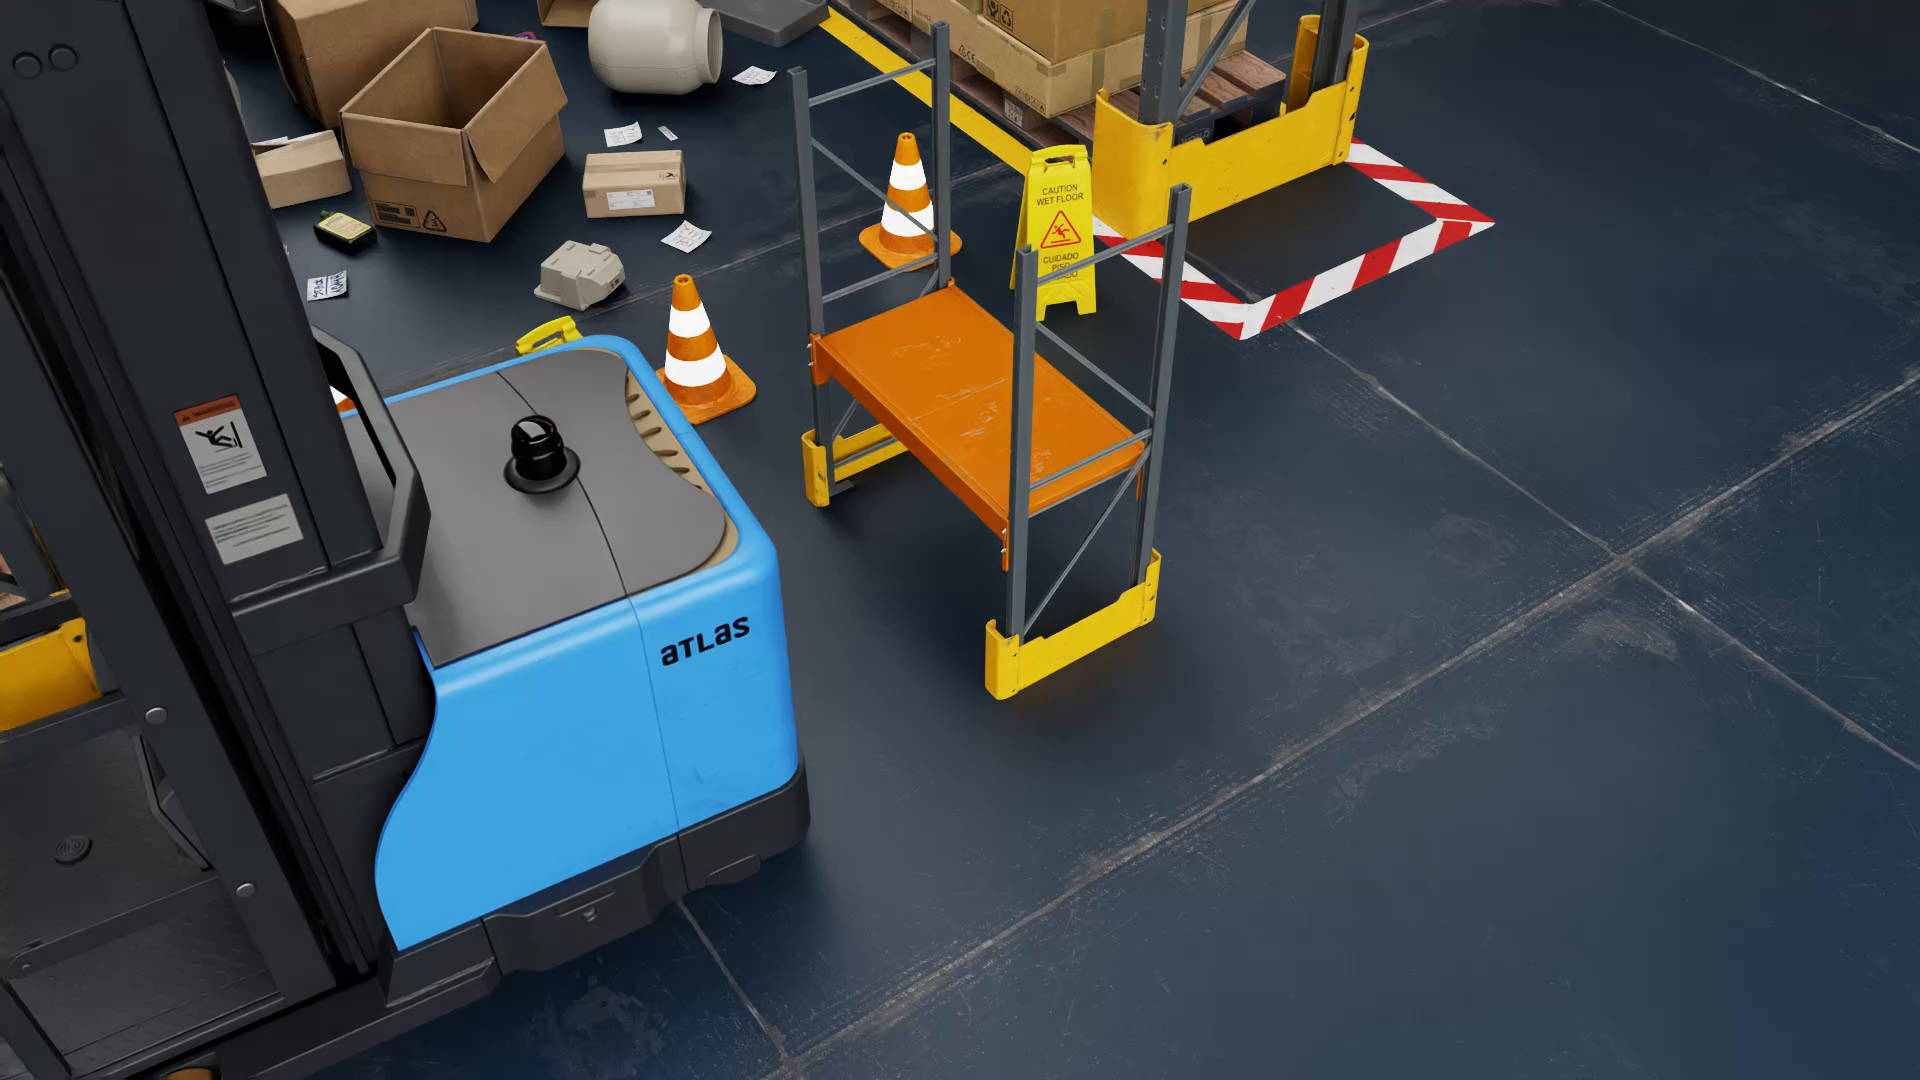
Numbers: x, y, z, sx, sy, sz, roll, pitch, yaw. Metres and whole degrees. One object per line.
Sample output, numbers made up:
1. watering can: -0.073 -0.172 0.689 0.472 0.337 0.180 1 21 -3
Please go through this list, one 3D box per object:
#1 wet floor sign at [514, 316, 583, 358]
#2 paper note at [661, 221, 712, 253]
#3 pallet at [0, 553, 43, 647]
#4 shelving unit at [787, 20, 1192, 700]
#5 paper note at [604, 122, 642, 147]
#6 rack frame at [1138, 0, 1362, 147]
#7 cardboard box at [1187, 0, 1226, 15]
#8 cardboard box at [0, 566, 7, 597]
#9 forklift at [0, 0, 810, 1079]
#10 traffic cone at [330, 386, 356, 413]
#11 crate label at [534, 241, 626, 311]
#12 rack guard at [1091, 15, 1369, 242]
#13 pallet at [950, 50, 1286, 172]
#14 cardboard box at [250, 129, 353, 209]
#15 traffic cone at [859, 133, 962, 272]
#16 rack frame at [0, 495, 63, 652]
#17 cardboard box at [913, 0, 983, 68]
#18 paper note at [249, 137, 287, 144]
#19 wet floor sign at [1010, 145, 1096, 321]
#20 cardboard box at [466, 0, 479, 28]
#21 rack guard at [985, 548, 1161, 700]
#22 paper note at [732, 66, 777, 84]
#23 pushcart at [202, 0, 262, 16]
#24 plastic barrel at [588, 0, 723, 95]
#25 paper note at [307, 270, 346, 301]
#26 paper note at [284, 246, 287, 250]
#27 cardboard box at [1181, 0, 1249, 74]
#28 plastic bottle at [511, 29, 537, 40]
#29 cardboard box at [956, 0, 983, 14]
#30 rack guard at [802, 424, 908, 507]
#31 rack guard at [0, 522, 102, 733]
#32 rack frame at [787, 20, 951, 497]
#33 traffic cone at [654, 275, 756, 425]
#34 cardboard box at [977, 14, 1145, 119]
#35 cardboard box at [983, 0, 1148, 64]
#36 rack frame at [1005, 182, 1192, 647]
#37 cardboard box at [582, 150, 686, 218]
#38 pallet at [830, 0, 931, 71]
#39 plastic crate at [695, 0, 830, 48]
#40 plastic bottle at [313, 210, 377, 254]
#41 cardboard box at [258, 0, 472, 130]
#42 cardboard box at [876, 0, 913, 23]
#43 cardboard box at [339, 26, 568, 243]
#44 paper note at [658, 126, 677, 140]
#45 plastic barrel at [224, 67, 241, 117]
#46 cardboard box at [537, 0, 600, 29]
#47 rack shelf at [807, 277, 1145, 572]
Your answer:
1. wet floor sign: -1.250 -0.408 5.211 0.267 0.644 0.232 -35 53 -31
2. paper note: -1.062 -1.182 6.466 0.142 0.019 0.148 26 49 25
3. pallet: -3.413 0.092 5.000 1.003 0.211 1.213 -26 49 -24
4. shelving unit: 0.044 -0.499 4.687 0.587 1.500 1.083 -26 49 -24
5. paper note: -1.425 -1.718 7.036 0.148 0.019 0.142 -10 45 -11
6. rack frame: 1.111 -2.507 5.704 1.000 3.000 0.127 -26 49 -24
7. cardboard box: 0.863 -2.515 6.856 0.500 0.500 0.500 -27 50 -26
8. cardboard box: -3.333 -0.236 4.559 0.875 0.875 0.875 -25 49 -24
9. forklift: -1.933 -0.046 3.176 3.031 2.935 1.130 -21 48 -21
10. traffic cone: -2.030 -0.438 5.374 0.336 0.463 0.334 -26 49 -24
11. crate label: -1.409 -0.995 6.193 0.298 0.136 0.250 18 47 18
12. rack guard: 1.068 -1.646 6.612 1.175 0.500 0.348 -26 49 -24
13. pallet: 0.632 -2.015 7.208 1.003 0.211 1.213 -26 49 -24
14. cardboard box: -2.685 -1.525 6.655 0.396 0.266 0.258 -18 46 -18
15. traffic cone: -0.193 -1.323 6.301 0.336 0.463 0.334 -26 49 -24
16. rack frame: -2.891 -0.494 3.595 1.000 3.000 0.127 -26 49 -24
17. cardboard box: 0.138 -2.312 7.187 0.500 0.250 0.500 -26 49 -24
18. paper note: -2.901 -1.637 6.948 0.172 0.023 0.155 -10 45 -11
19. wet floor sign: 0.342 -1.125 5.961 0.267 0.644 0.232 -10 45 -11
20. cardboard box: -2.471 -2.474 7.649 0.396 0.266 0.258 11 45 11
21. rack guard: 0.329 0.235 4.823 0.587 0.250 0.087 -26 49 -24
22. paper note: -0.912 -2.067 7.393 0.148 0.019 0.142 26 49 25
23. pushcart: -3.019 -2.895 8.009 0.936 0.377 1.648 26 49 25
24. plastic barrel: -1.312 -2.147 7.192 0.512 0.421 0.421 4 44 4
25. paper note: -2.372 -0.955 6.229 0.144 0.017 0.142 -10 45 -11
26. paper note: -2.615 -1.096 6.390 0.032 0.001 0.123 -3 44 -4
27. cardboard box: 0.877 -2.230 7.101 0.500 0.250 0.500 -26 49 -25
28. plastic bottle: -1.977 -2.238 7.550 0.133 0.061 0.283 -18 46 -18
29. cardboard box: 0.138 -2.580 6.925 0.500 0.500 0.500 -24 49 -23
30. rack guard: -0.241 -0.329 5.414 0.587 0.250 0.087 -26 49 -24
31. rack guard: -2.877 0.423 4.444 1.175 0.500 0.348 -26 49 -24
32. rack frame: -0.242 -0.782 4.983 0.500 1.500 0.032 -26 49 -24
33. traffic cone: -0.909 -0.692 5.640 0.336 0.463 0.334 -26 49 -24
34. cardboard box: 0.414 -2.029 6.891 0.500 0.250 0.500 -26 49 -25
35. cardboard box: 0.439 -2.286 6.617 0.500 0.500 0.500 -25 49 -24
36. rack frame: 0.340 -0.206 4.380 0.500 1.500 0.032 -26 49 -24
37. cardboard box: -1.295 -1.420 6.629 0.380 0.149 0.250 -3 44 -4
38. pallet: -0.062 -2.706 7.931 1.003 0.211 1.213 -26 49 -24
39. plastic crate: -0.951 -2.503 7.814 0.583 0.080 0.402 26 49 25
40. plastic bottle: -2.413 -1.206 6.469 0.283 0.061 0.133 26 49 25
41. cardboard box: -2.512 -2.174 7.065 0.797 0.637 0.503 -26 49 -24
42. cardboard box: -0.166 -2.606 7.495 0.500 0.250 0.500 -27 50 -26
43. cardboard box: -1.970 -1.599 6.560 0.637 0.503 0.797 11 45 11
44. paper note: -1.239 -1.725 7.049 0.032 0.001 0.123 -26 49 -24
45. plastic barrel: -3.272 -1.791 6.820 0.512 0.421 0.421 4 44 4
46. cardboard box: -1.680 -2.725 7.740 0.500 0.500 0.500 4 44 4
47. rack shelf: 0.049 -0.364 4.806 0.538 0.185 1.000 -26 49 -24
